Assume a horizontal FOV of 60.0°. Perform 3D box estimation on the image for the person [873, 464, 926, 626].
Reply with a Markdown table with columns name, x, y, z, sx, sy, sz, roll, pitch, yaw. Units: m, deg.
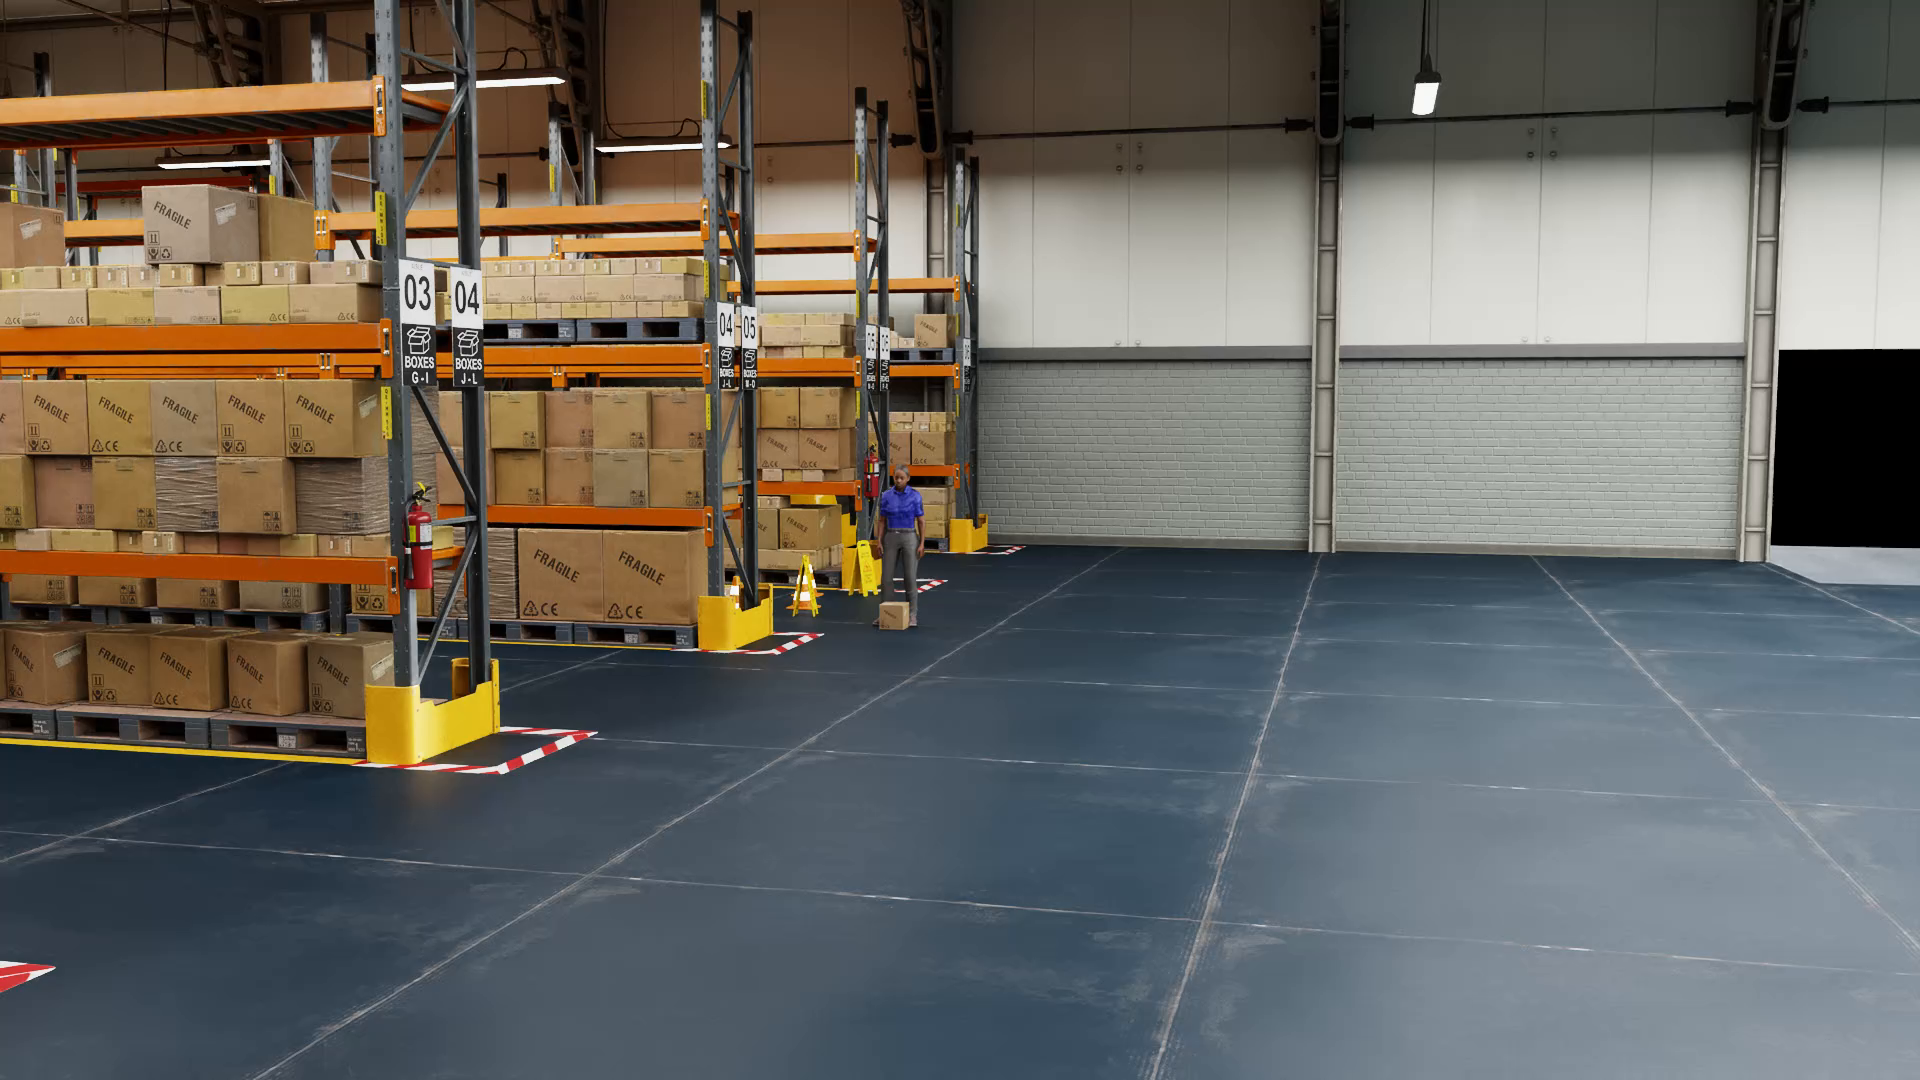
| name | x | y | z | sx | sy | sz | roll | pitch | yaw |
| --- | --- | --- | --- | --- | --- | --- | --- | --- | --- |
| person | -0.616 | 0.049 | 17.009 | 0.529 | 1.656 | 0.346 | 1 | 5 | 11 |
